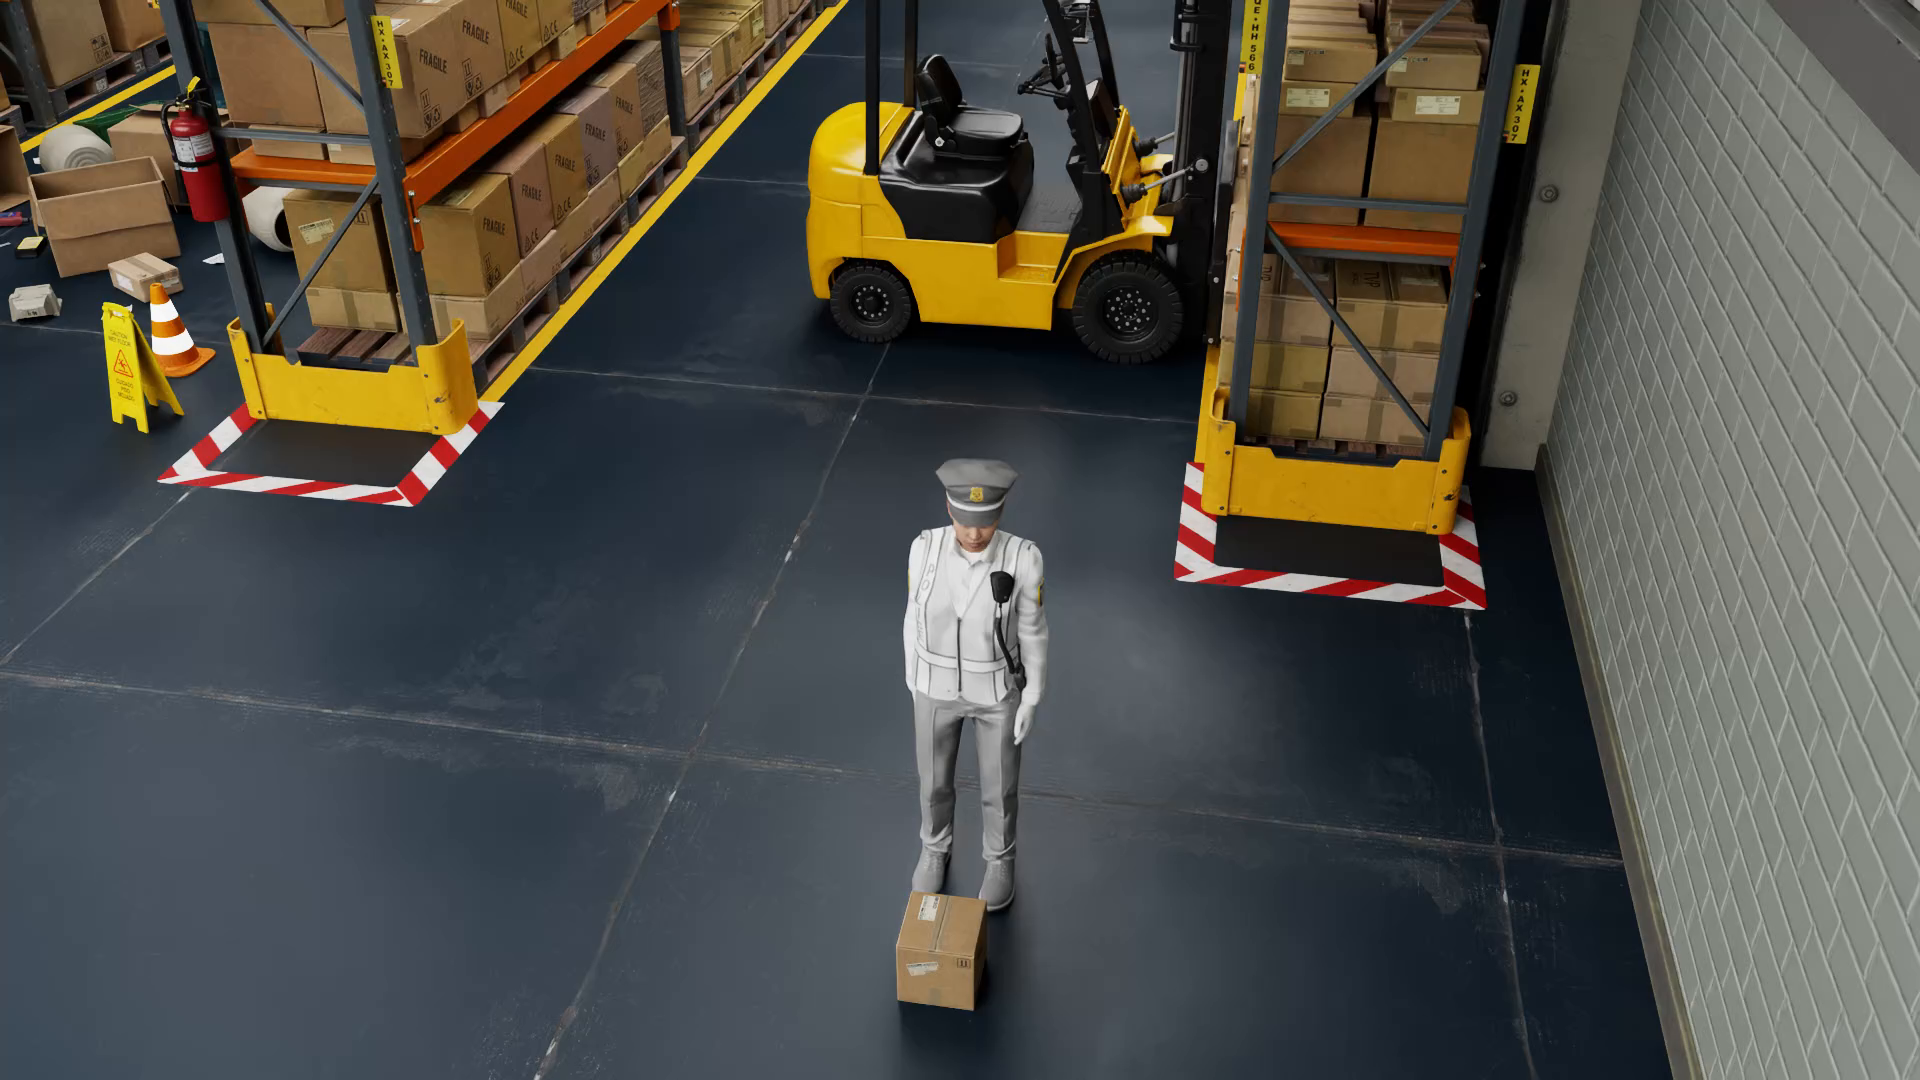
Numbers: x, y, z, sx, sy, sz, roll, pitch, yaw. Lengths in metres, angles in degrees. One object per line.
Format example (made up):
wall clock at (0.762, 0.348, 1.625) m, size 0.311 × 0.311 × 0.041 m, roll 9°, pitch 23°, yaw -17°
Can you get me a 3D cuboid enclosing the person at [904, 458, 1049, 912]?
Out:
person at (0.044, 0.501, 5.368) m, size 0.468 × 1.682 × 0.328 m, roll 6°, pitch 33°, yaw 9°
